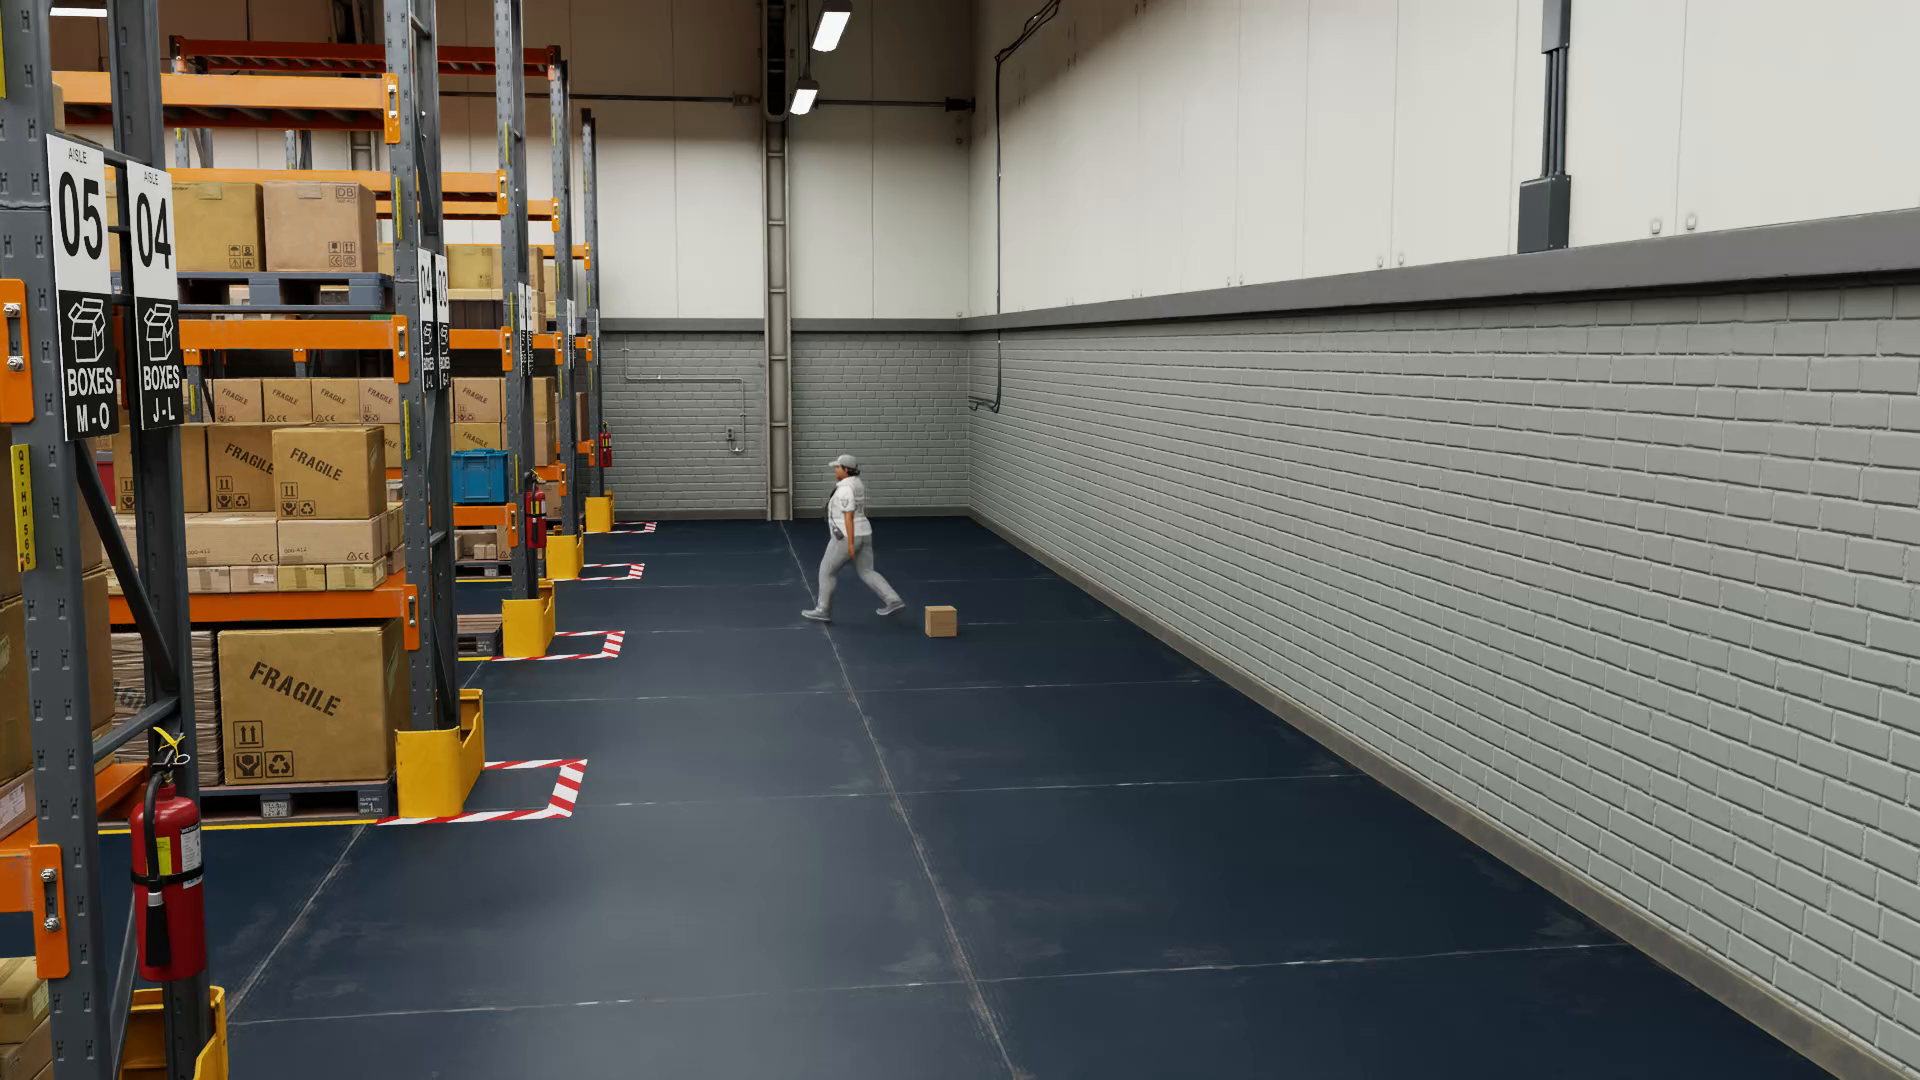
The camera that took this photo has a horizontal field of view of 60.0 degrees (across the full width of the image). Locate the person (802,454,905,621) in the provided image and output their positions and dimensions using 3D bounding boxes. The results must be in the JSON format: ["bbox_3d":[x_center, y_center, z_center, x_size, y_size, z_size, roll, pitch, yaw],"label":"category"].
[{"bbox_3d":[-1.035,-0.018,16.027,1.012,1.616,0.479,3,7,22],"label":"person"}]
